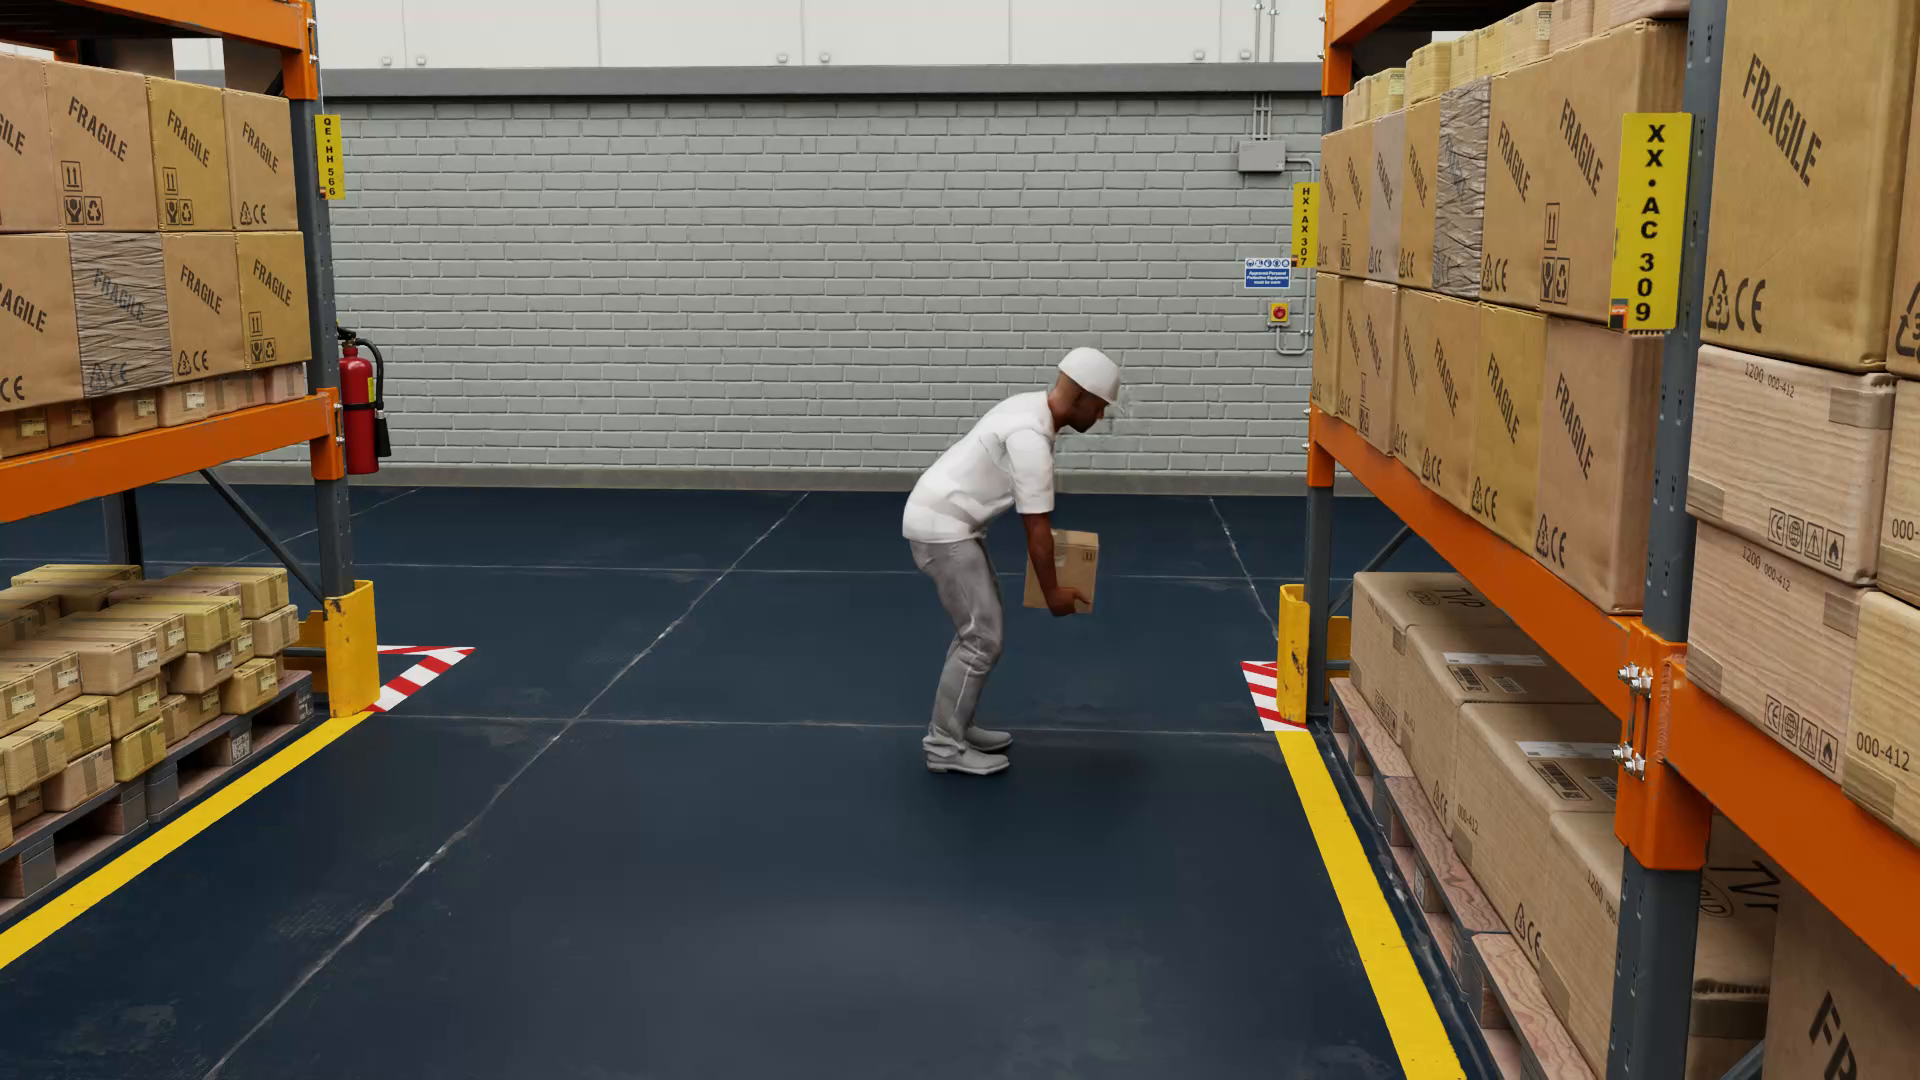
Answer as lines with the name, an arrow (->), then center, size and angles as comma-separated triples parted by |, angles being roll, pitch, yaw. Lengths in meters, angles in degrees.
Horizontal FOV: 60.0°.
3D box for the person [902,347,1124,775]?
person -> 0.190, 0.064, 6.120 | 0.803, 1.542, 0.488 | 0, 11, 2
